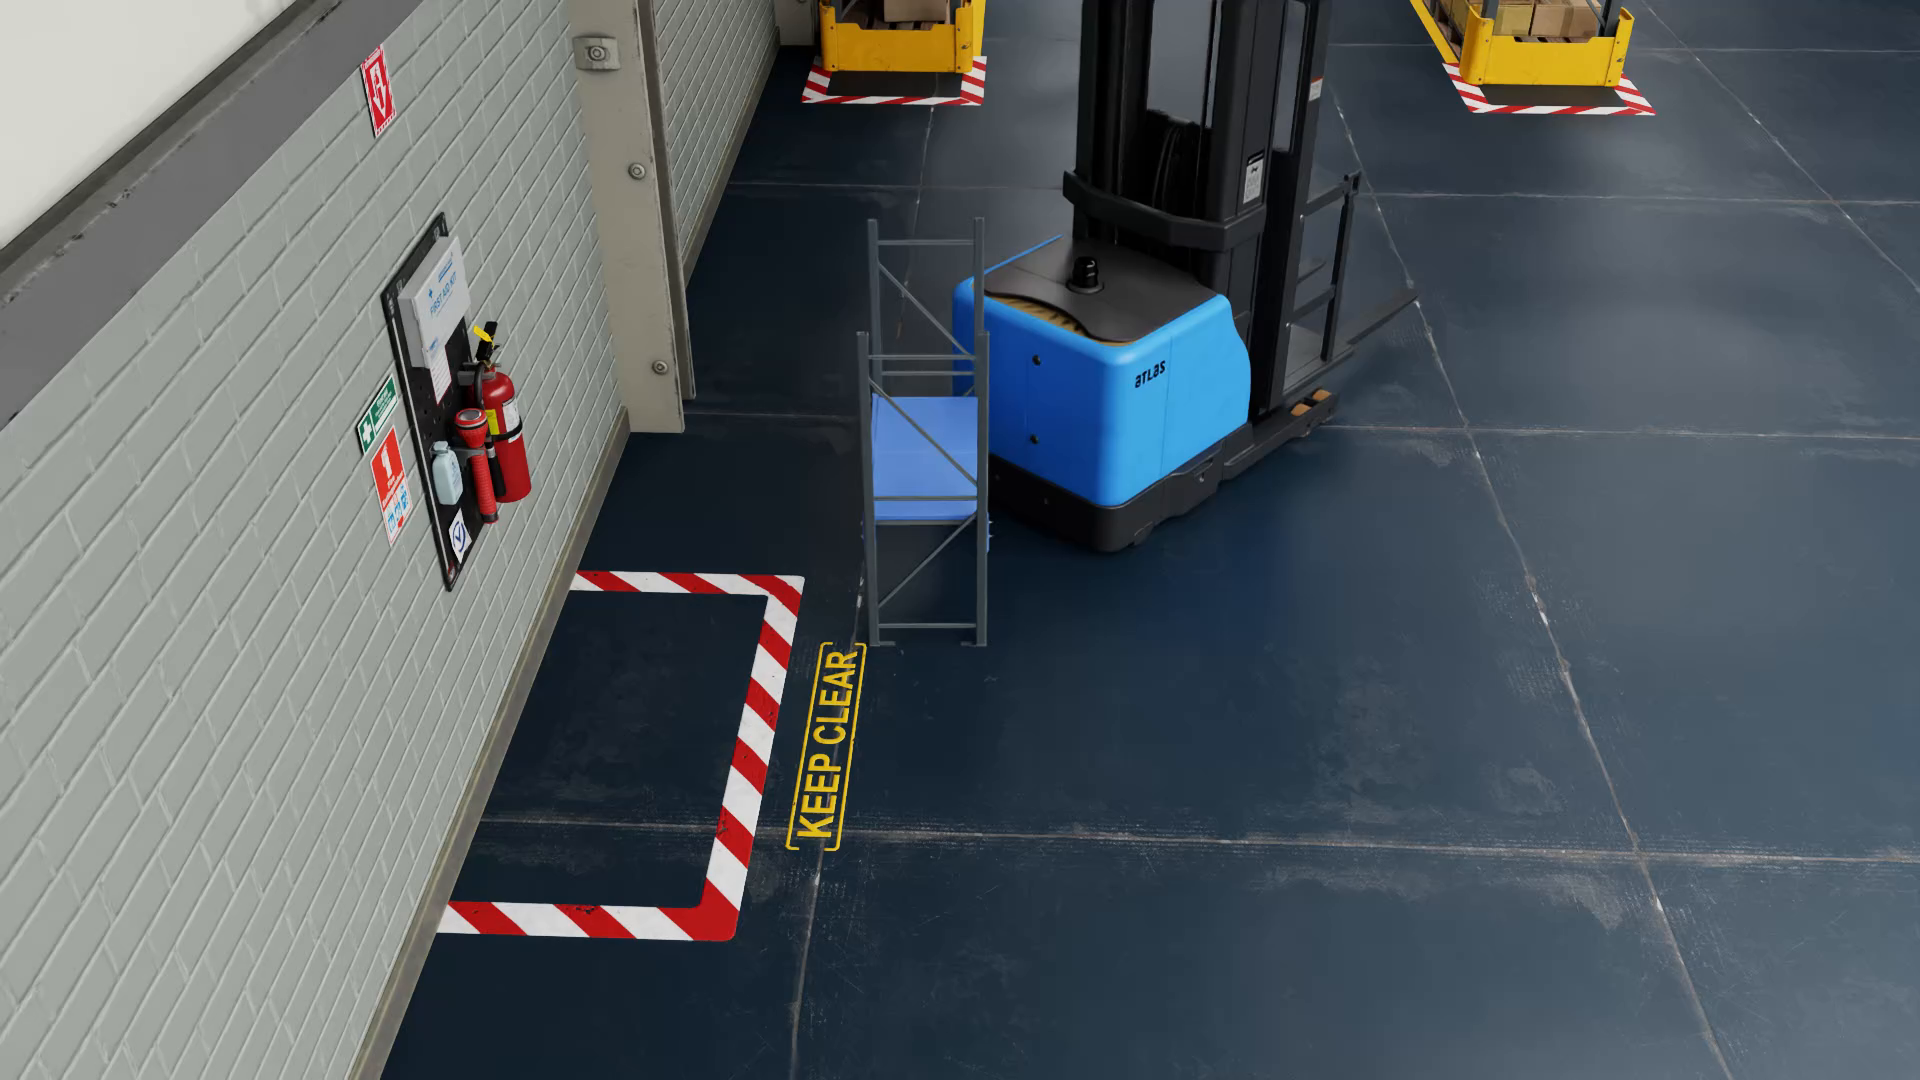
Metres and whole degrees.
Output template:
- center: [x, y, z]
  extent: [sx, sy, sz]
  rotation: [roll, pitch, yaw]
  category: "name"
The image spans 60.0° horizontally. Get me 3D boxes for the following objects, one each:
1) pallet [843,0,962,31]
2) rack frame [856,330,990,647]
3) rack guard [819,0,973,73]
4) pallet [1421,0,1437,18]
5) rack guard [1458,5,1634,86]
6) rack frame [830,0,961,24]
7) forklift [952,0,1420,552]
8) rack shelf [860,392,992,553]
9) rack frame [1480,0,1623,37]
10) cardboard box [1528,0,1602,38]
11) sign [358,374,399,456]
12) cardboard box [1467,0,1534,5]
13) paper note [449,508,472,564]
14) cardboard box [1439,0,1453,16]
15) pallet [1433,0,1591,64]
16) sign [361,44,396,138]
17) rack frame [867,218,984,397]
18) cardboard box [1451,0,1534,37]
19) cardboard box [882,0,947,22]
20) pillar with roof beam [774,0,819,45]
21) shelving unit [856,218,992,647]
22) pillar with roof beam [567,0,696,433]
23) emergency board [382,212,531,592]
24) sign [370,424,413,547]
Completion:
- center: [-0.420, -4.289, 13.669]
  extent: [1.003, 0.211, 1.213]
  rotation: [1, 35, 2]
  category: "pallet"
- center: [-0.138, -0.166, 6.681]
  extent: [0.500, 1.500, 0.032]
  rotation: [0, 35, 0]
  category: "rack frame"
- center: [-0.488, -3.941, 12.923]
  extent: [1.175, 0.500, 0.348]
  rotation: [1, 35, 2]
  category: "rack guard"
- center: [4.500, -4.807, 14.405]
  extent: [1.003, 0.211, 1.213]
  rotation: [1, 35, 2]
  category: "pallet"
- center: [4.458, -3.771, 12.682]
  extent: [1.175, 0.500, 0.348]
  rotation: [1, 35, 2]
  category: "rack guard"
- center: [-0.491, -4.920, 12.142]
  extent: [1.000, 3.000, 0.127]
  rotation: [1, 35, 2]
  category: "rack frame"
- center: [1.316, -1.905, 7.912]
  extent: [1.130, 2.935, 3.031]
  rotation: [28, 44, 34]
  category: "forklift"
- center: [-0.142, -0.311, 7.200]
  extent: [0.538, 0.185, 1.000]
  rotation: [0, 35, 0]
  category: "rack shelf"
- center: [4.459, -4.808, 11.982]
  extent: [1.000, 3.000, 0.127]
  rotation: [1, 35, 2]
  category: "rack frame"
- center: [4.703, -4.158, 13.083]
  extent: [0.500, 0.250, 0.500]
  rotation: [1, 35, 2]
  category: "cardboard box"
- center: [-1.821, -0.395, 5.211]
  extent: [0.001, 0.109, 0.331]
  rotation: [1, 35, 2]
  category: "sign"
- center: [4.183, -4.477, 12.885]
  extent: [0.500, 0.500, 0.500]
  rotation: [1, 35, 2]
  category: "cardboard box"
- center: [-1.781, -0.016, 5.930]
  extent: [0.016, 0.148, 0.142]
  rotation: [1, 35, 2]
  category: "paper note"
- center: [4.194, -4.457, 13.510]
  extent: [0.500, 0.250, 0.500]
  rotation: [1, 35, 2]
  category: "cardboard box"
- center: [4.448, -4.107, 13.411]
  extent: [1.003, 0.211, 1.213]
  rotation: [1, 35, 2]
  category: "pallet"
- center: [-1.805, -1.422, 5.149]
  extent: [0.001, 0.298, 0.199]
  rotation: [1, 35, 2]
  category: "sign"
- center: [-0.145, -0.750, 7.512]
  extent: [0.500, 1.500, 0.032]
  rotation: [0, 35, 0]
  category: "rack frame"
- center: [4.186, -4.170, 13.100]
  extent: [0.500, 0.250, 0.500]
  rotation: [1, 35, 2]
  category: "cardboard box"
- center: [-0.373, -4.396, 13.351]
  extent: [0.500, 0.311, 0.500]
  rotation: [-2, 35, -3]
  category: "cardboard box"
- center: [2.975, -7.697, 10.876]
  extent: [9.100, 9.000, 0.400]
  rotation: [1, 35, 2]
  category: "pillar with roof beam"
- center: [-0.142, -0.458, 7.097]
  extent: [0.538, 1.500, 1.048]
  rotation: [0, 35, 0]
  category: "shelving unit"
- center: [2.734, -4.250, 5.971]
  extent: [9.100, 9.000, 0.400]
  rotation: [1, 35, 2]
  category: "pillar with roof beam"
- center: [-1.705, -0.476, 5.819]
  extent: [0.194, 1.169, 0.643]
  rotation: [1, 35, 2]
  category: "emergency board"
- center: [-1.830, -0.176, 5.360]
  extent: [0.001, 0.329, 0.234]
  rotation: [1, 35, 2]
  category: "sign"
